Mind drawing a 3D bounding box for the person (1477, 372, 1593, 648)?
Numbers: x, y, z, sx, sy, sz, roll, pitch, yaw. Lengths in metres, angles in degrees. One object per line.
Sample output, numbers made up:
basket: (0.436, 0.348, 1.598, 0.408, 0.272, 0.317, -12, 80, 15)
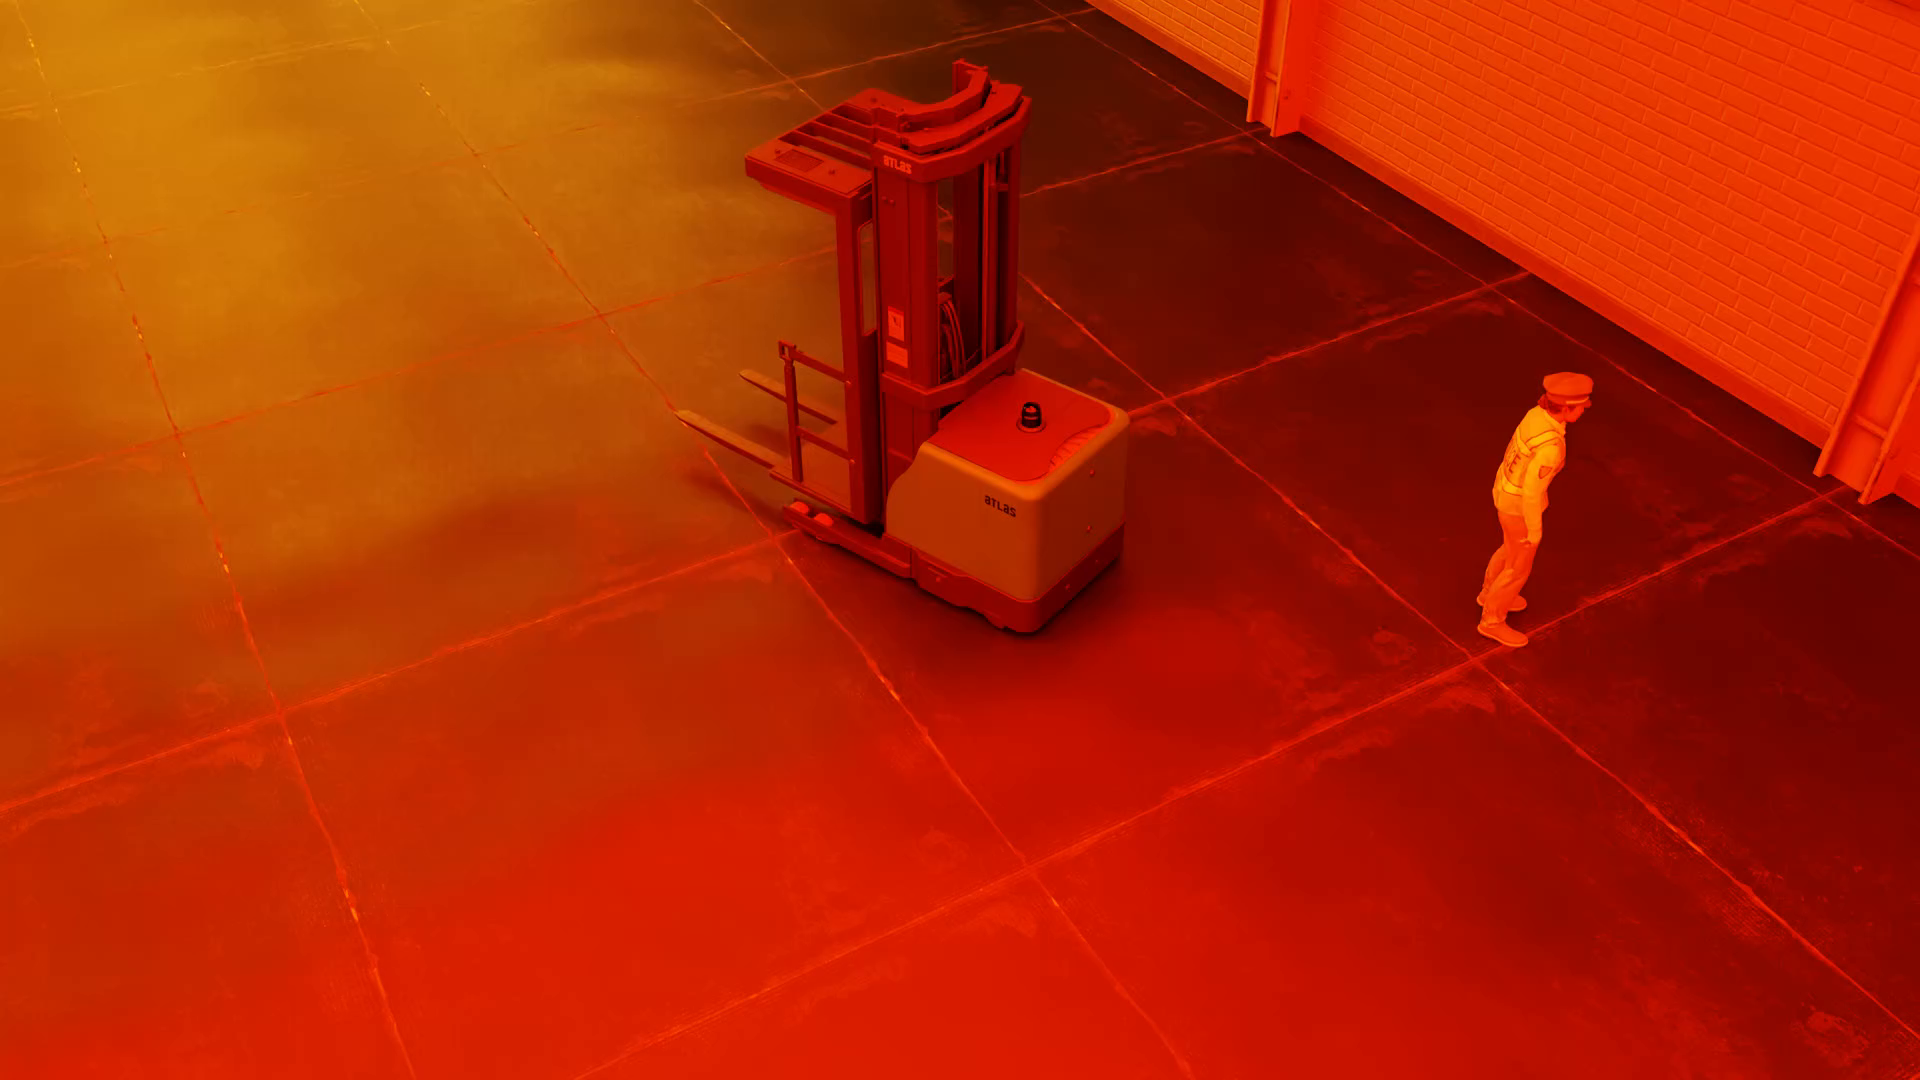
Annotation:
person: (3.157, -0.194, 9.266, 0.374, 1.662, 0.540, 7, 40, 8)

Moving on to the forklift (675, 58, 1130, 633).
forklift: (-0.481, -1.366, 9.683, 3.031, 2.935, 1.130, 26, 46, 28)
